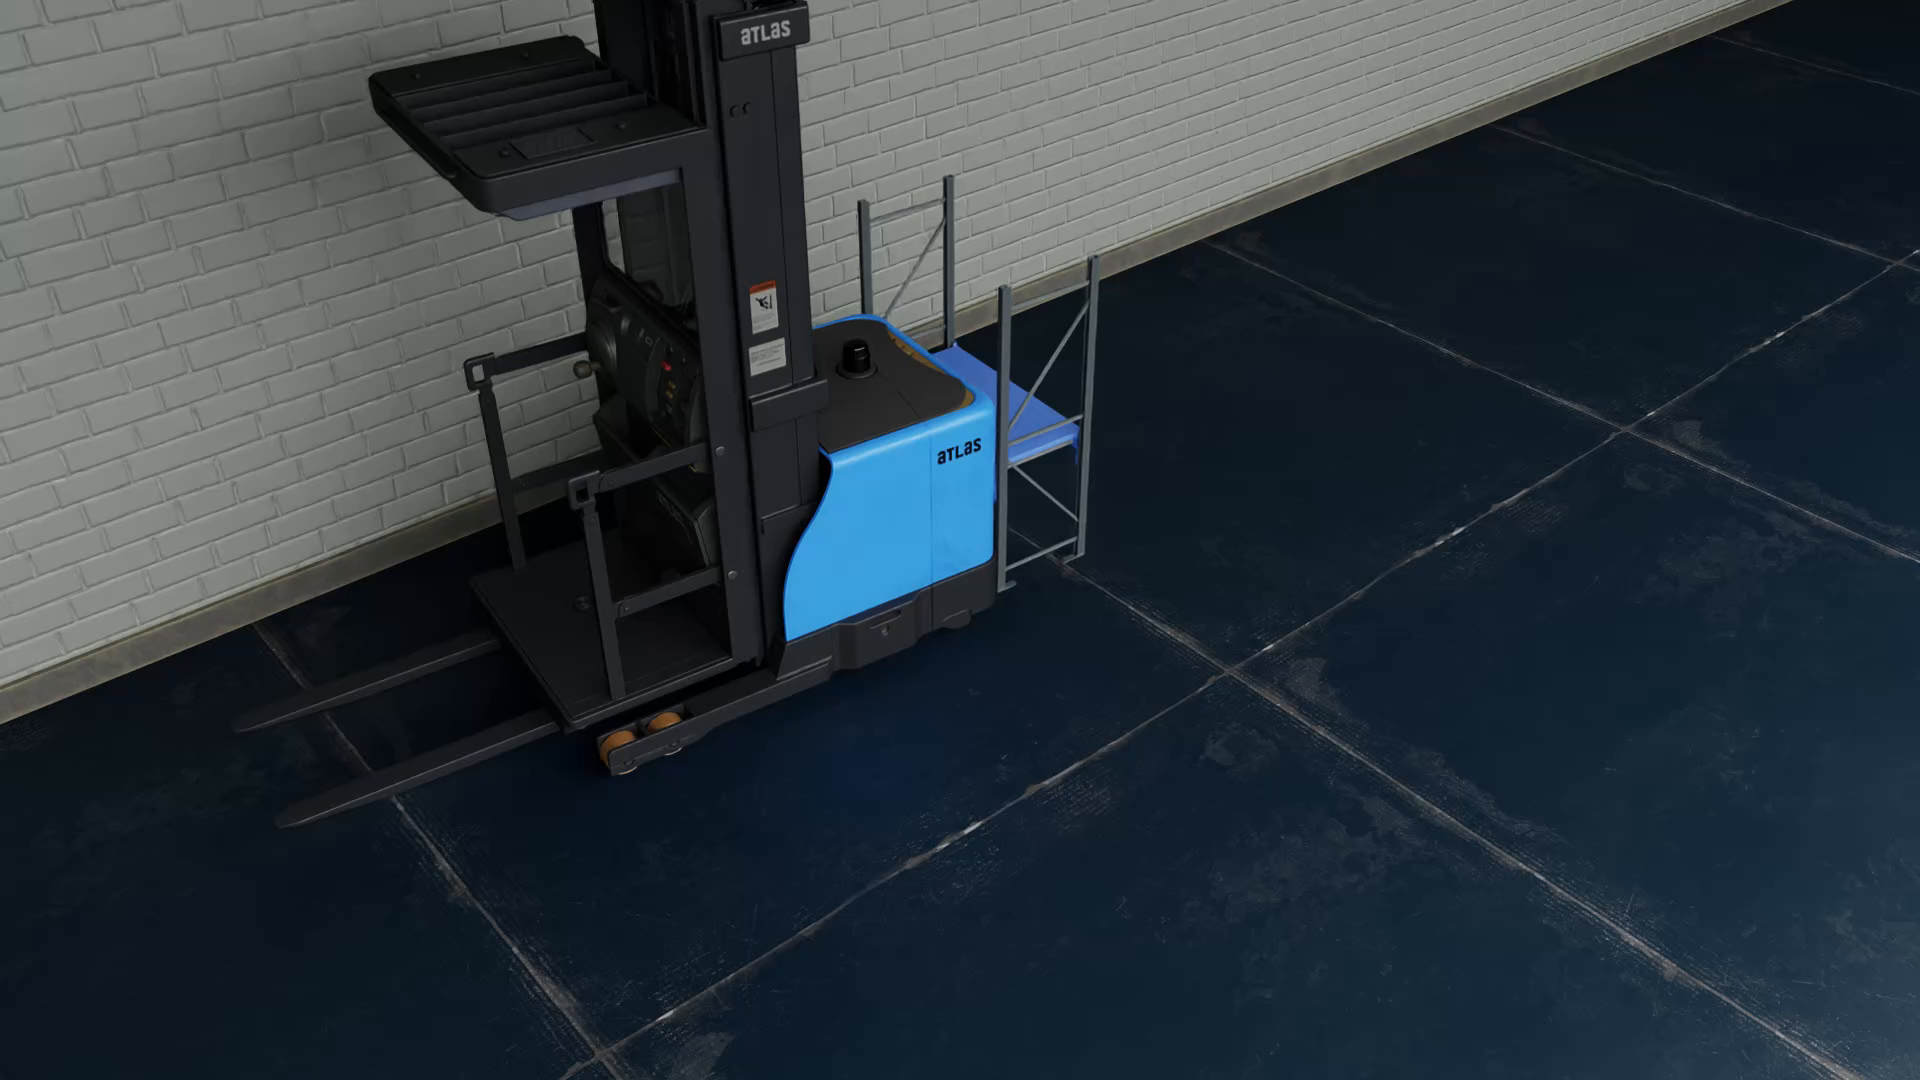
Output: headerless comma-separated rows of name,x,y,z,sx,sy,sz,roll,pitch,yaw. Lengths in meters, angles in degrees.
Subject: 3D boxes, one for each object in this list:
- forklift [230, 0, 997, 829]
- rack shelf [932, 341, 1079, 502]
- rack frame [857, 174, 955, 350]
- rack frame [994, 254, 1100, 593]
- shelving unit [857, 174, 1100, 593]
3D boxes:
forklift,-1.353,-0.636,6.112,3.031,2.935,1.130,-21,40,-27
rack shelf,0.062,-0.557,7.550,0.538,0.185,1.000,-23,41,-29
rack frame,-0.237,-0.941,7.781,0.500,1.500,0.032,-23,41,-29
rack frame,0.362,-0.466,7.110,0.500,1.500,0.032,-23,41,-29
shelving unit,0.062,-0.704,7.446,0.538,1.500,1.048,-23,41,-29
